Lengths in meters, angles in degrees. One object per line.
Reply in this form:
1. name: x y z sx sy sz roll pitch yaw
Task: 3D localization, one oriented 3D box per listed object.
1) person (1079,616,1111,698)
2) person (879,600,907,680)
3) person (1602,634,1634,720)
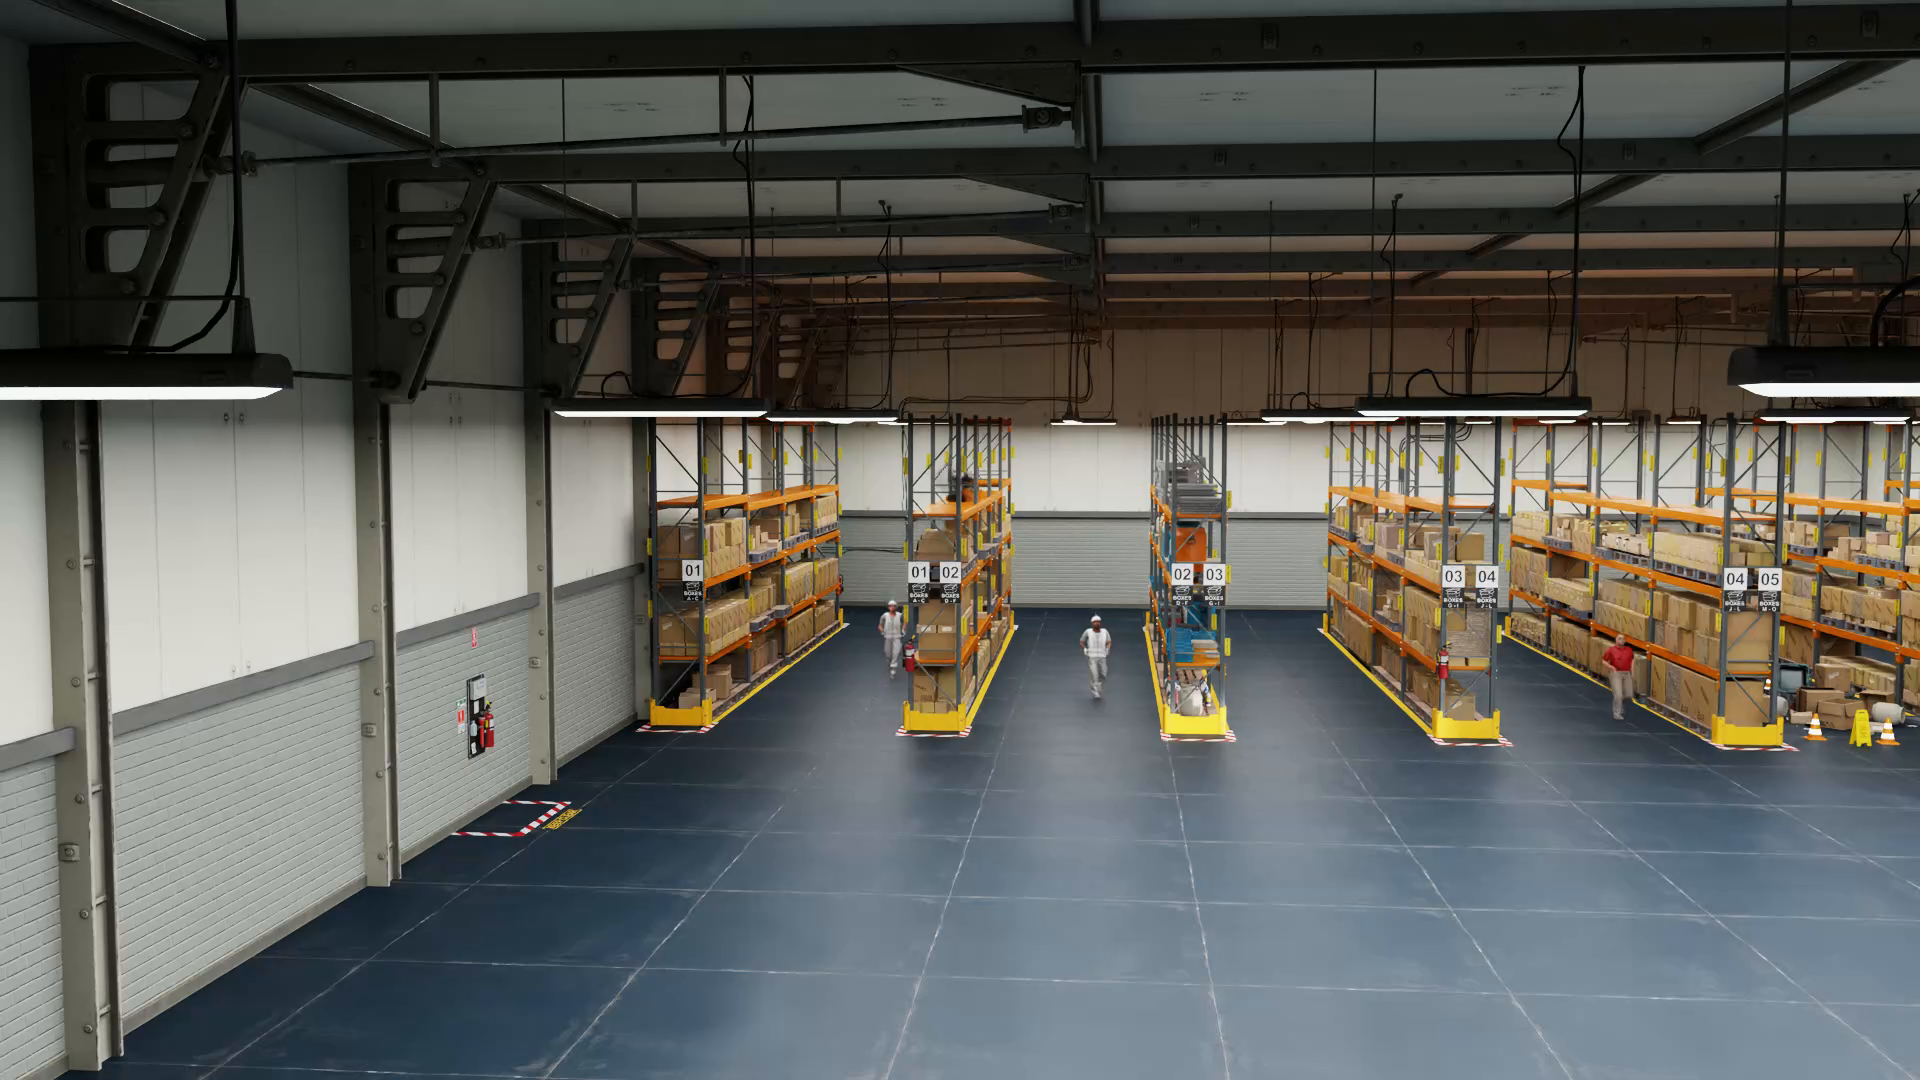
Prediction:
1. person: 2.883 2.473 35.302 0.685 1.735 0.667 0 4 -7
2. person: -1.538 2.271 38.155 0.656 1.783 0.899 0 4 0
3. person: 12.974 2.682 32.686 0.659 1.674 0.622 0 4 -2
